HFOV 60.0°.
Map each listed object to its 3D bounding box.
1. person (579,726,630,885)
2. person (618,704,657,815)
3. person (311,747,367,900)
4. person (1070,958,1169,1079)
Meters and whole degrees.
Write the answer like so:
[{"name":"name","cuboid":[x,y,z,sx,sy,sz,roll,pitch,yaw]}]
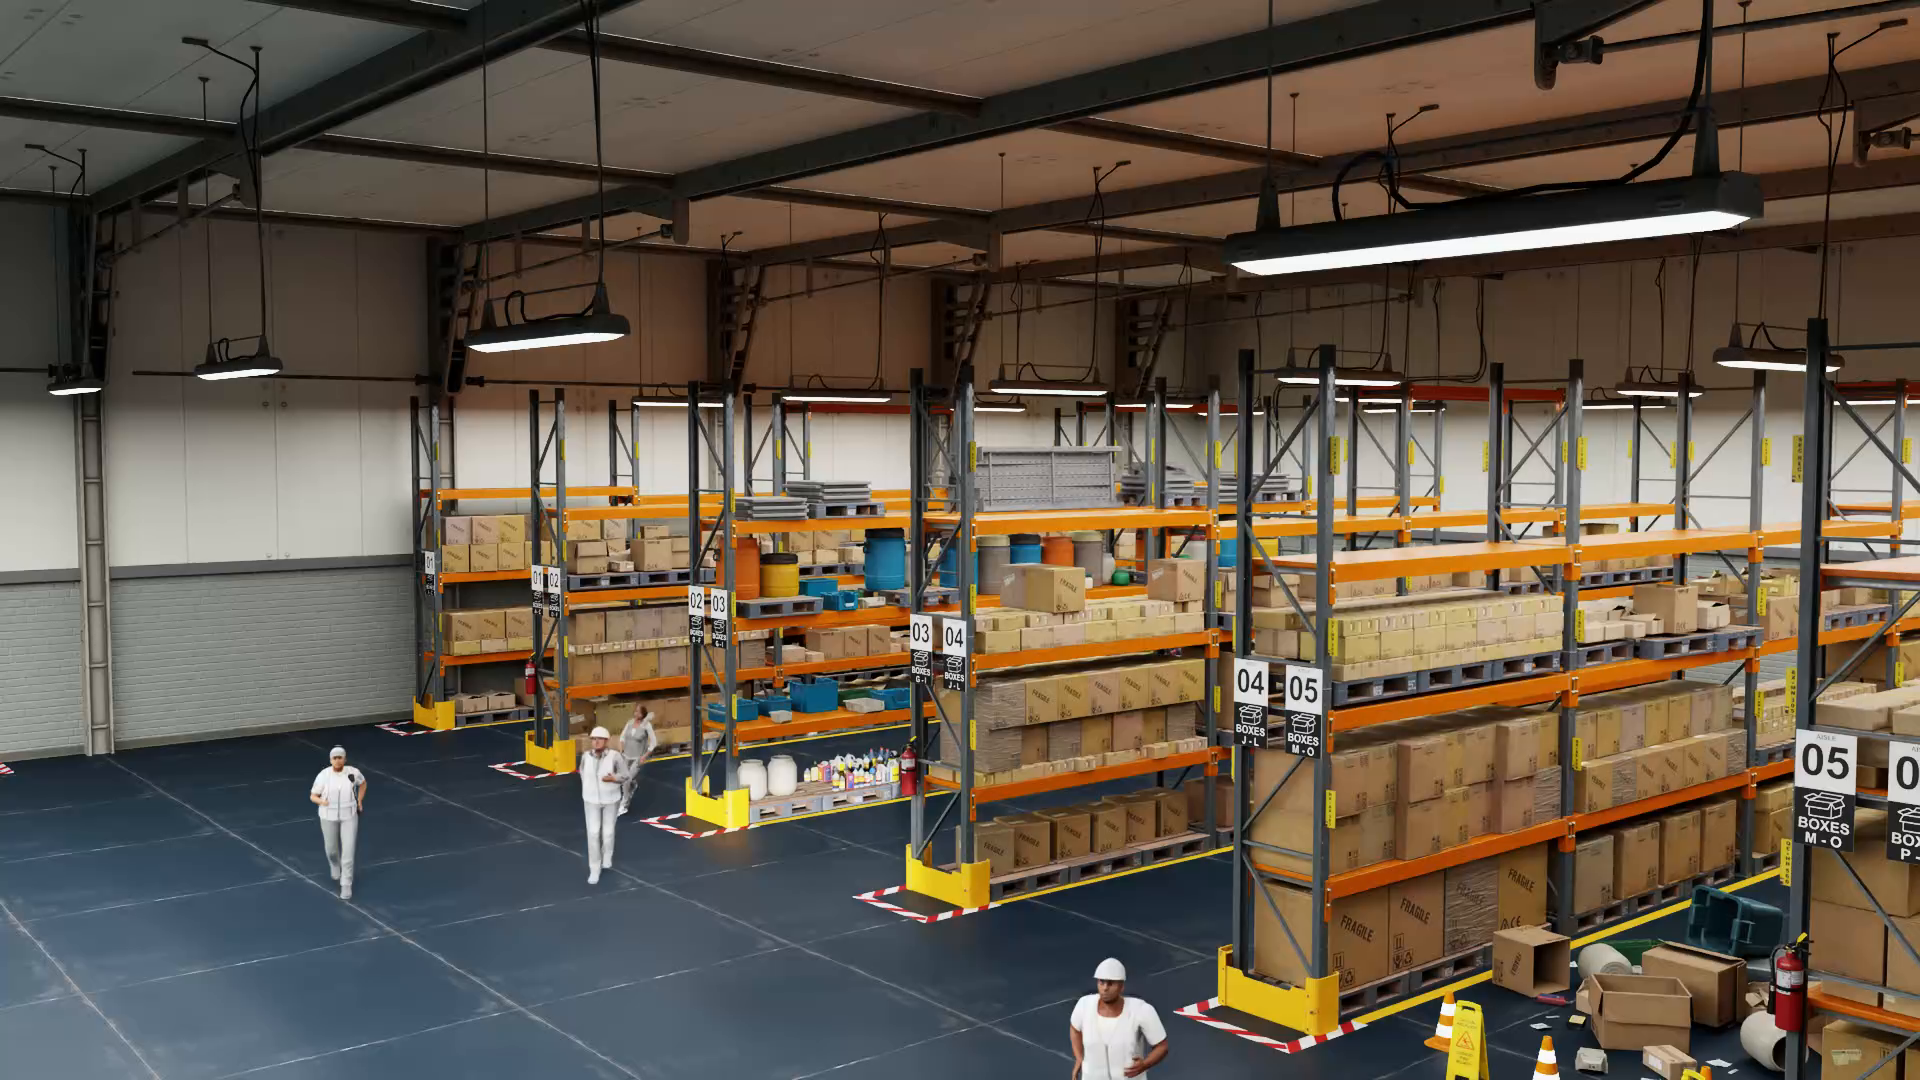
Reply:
[{"name":"person","cuboid":[-4.228,3.118,19.768,0.633,1.829,0.820,0,3,-5]},{"name":"person","cuboid":[-4.494,3.037,23.135,0.577,1.525,0.545,1,4,17]},{"name":"person","cuboid":[-7.121,3.196,19.052,0.586,1.666,0.924,-1,4,-20]},{"name":"person","cuboid":[1.036,3.633,10.987,0.685,1.776,0.905,1,3,12]}]
